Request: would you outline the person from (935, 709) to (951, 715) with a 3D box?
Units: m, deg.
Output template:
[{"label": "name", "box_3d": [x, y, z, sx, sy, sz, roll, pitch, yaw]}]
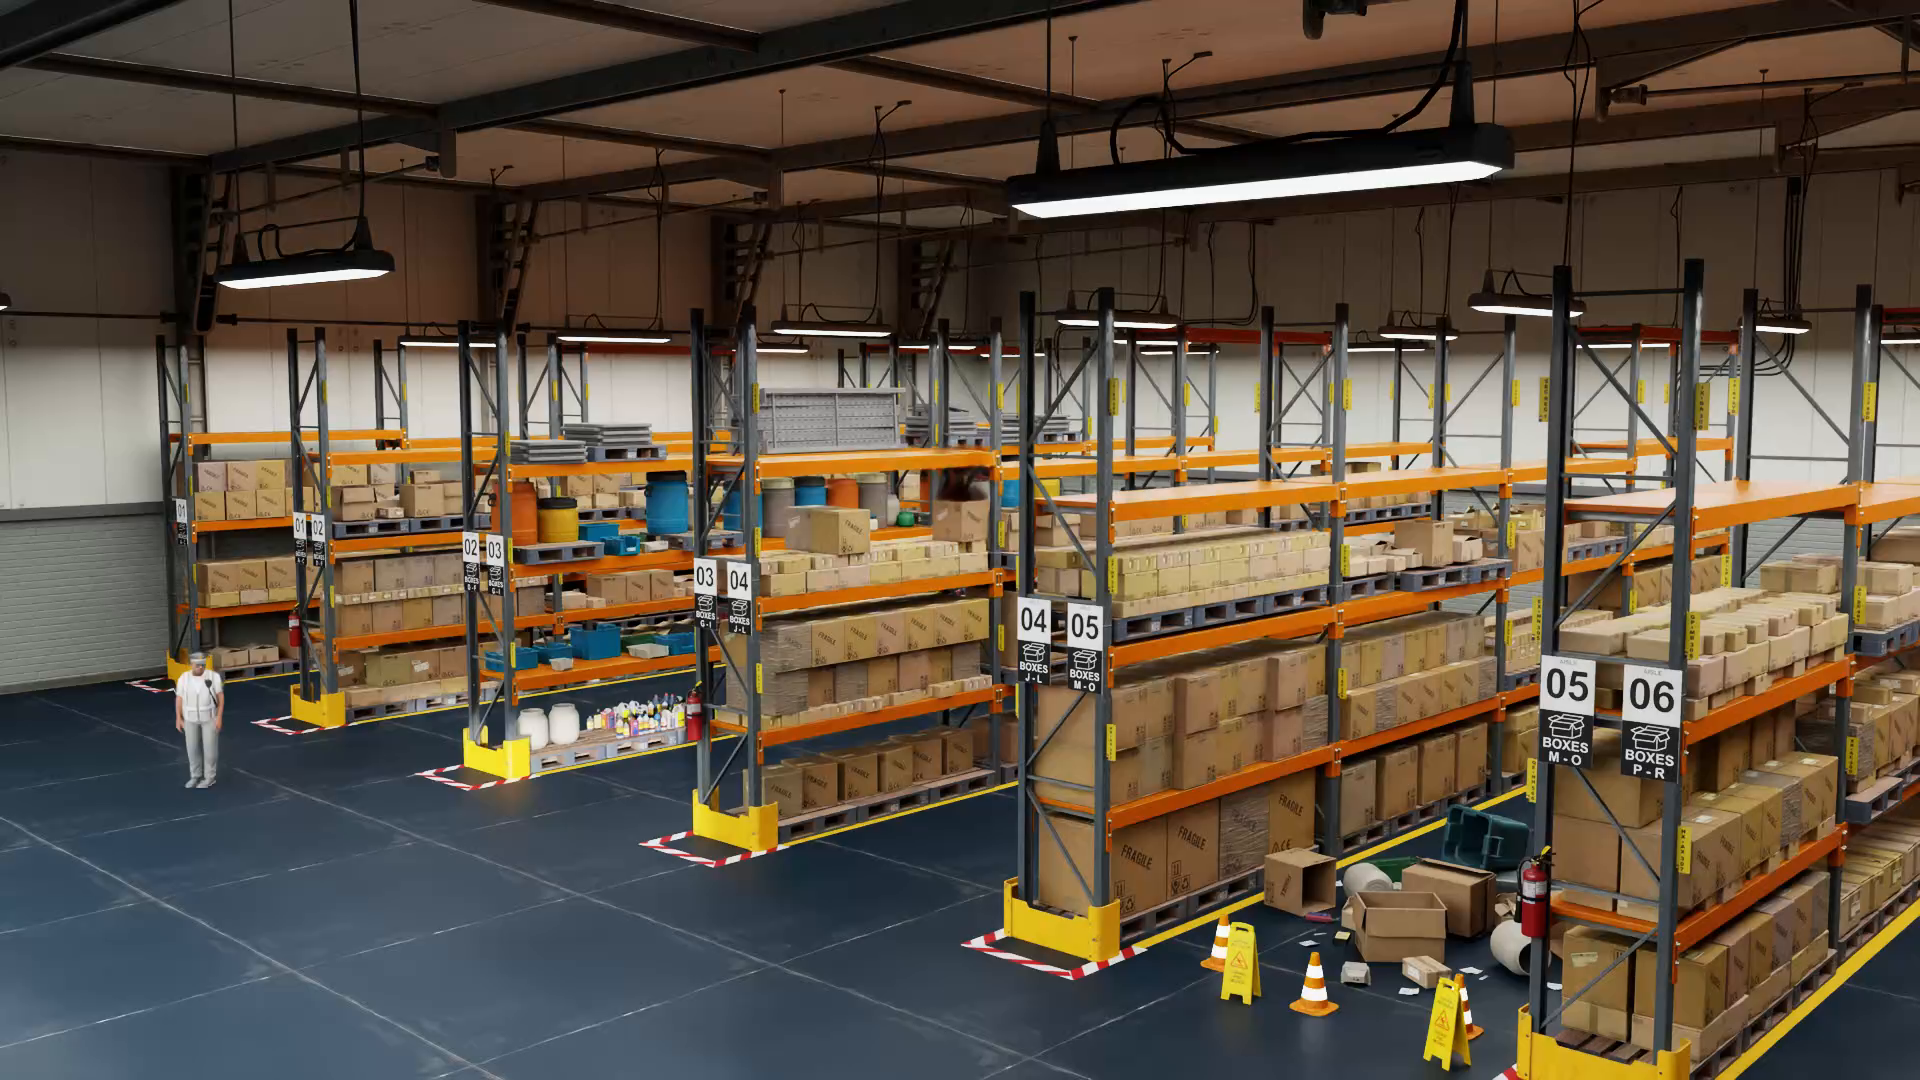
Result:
[{"label": "person", "box_3d": [-0.357, 1.877, 25.993, 0.723, 1.768, 0.506, 3, 6, 30]}]

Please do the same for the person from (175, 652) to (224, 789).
[{"label": "person", "box_3d": [-9.746, 2.298, 21.328, 0.588, 1.754, 0.428, -1, 6, -15]}]
